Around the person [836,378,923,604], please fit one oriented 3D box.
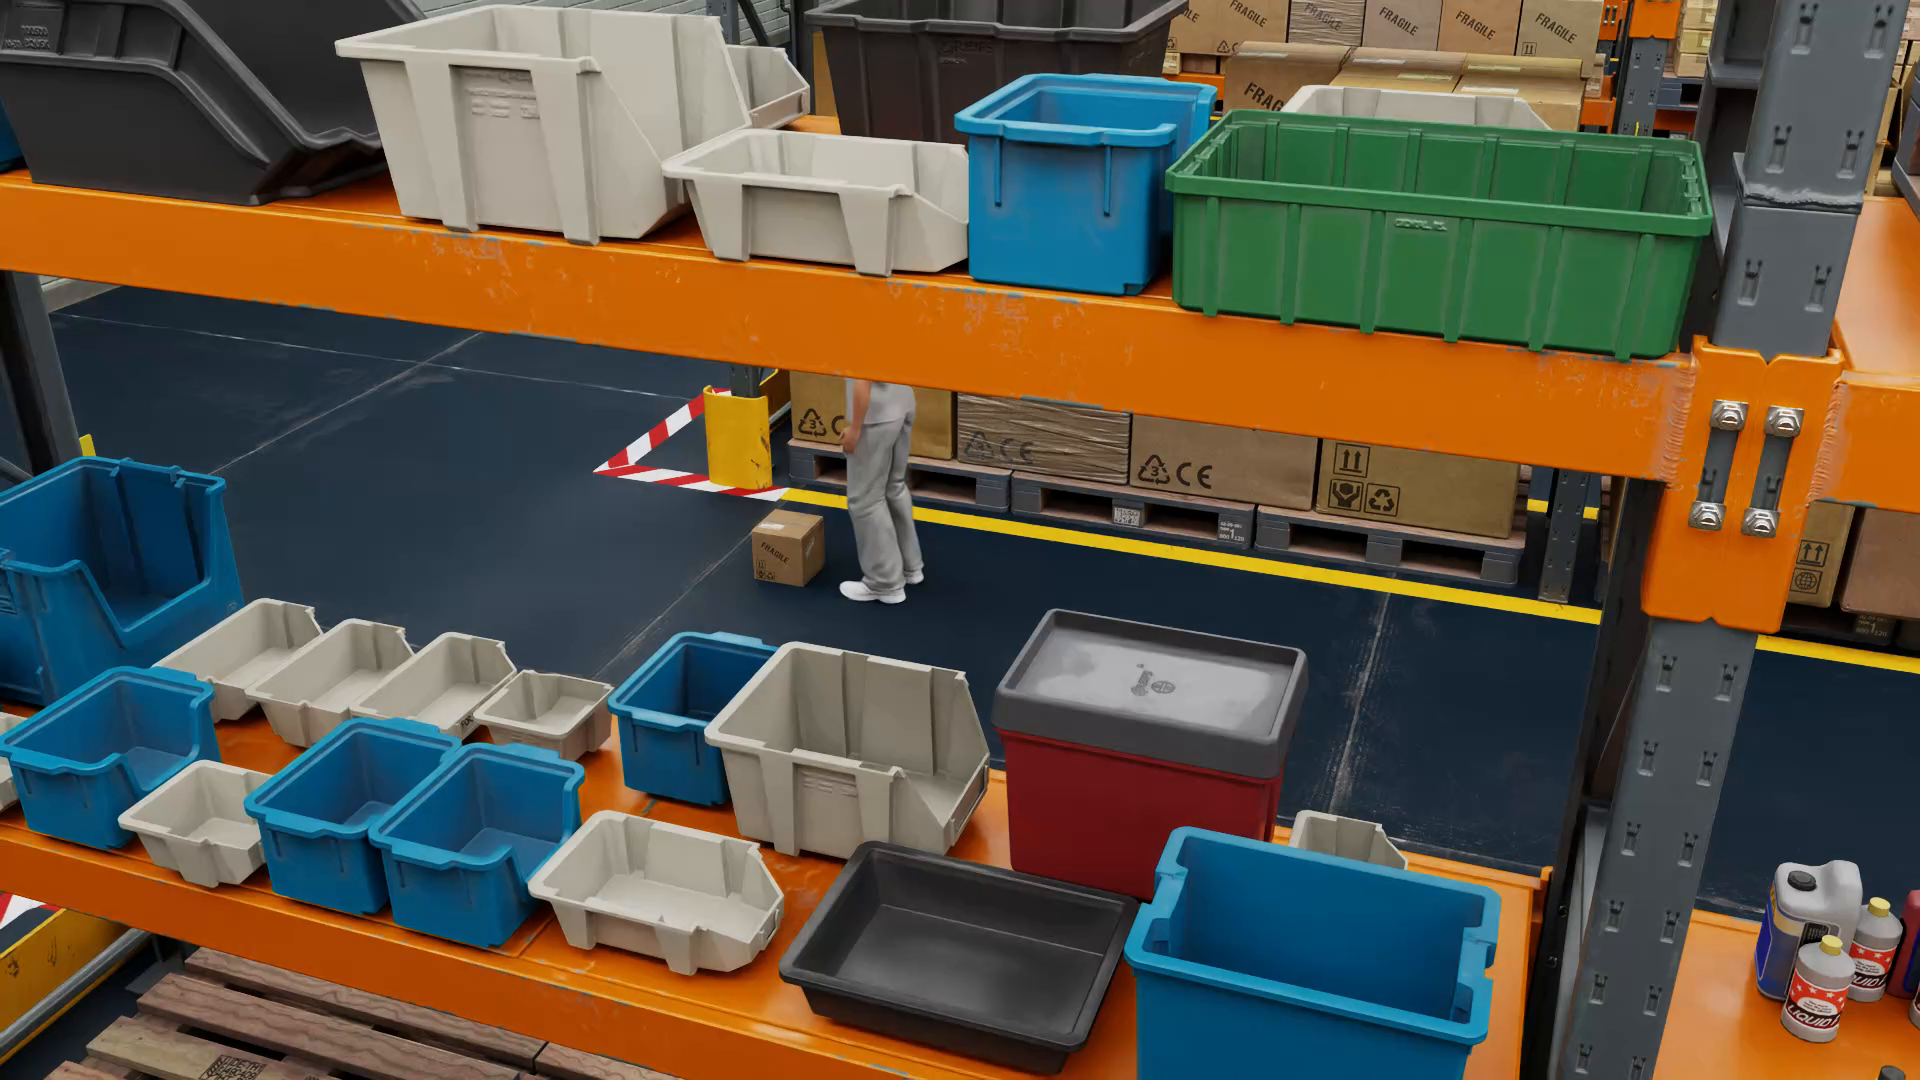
[{"bbox_3d":[-0.339,-0.519,7.198,0.363,1.670,0.443,9,27,19],"label":"person"}]
